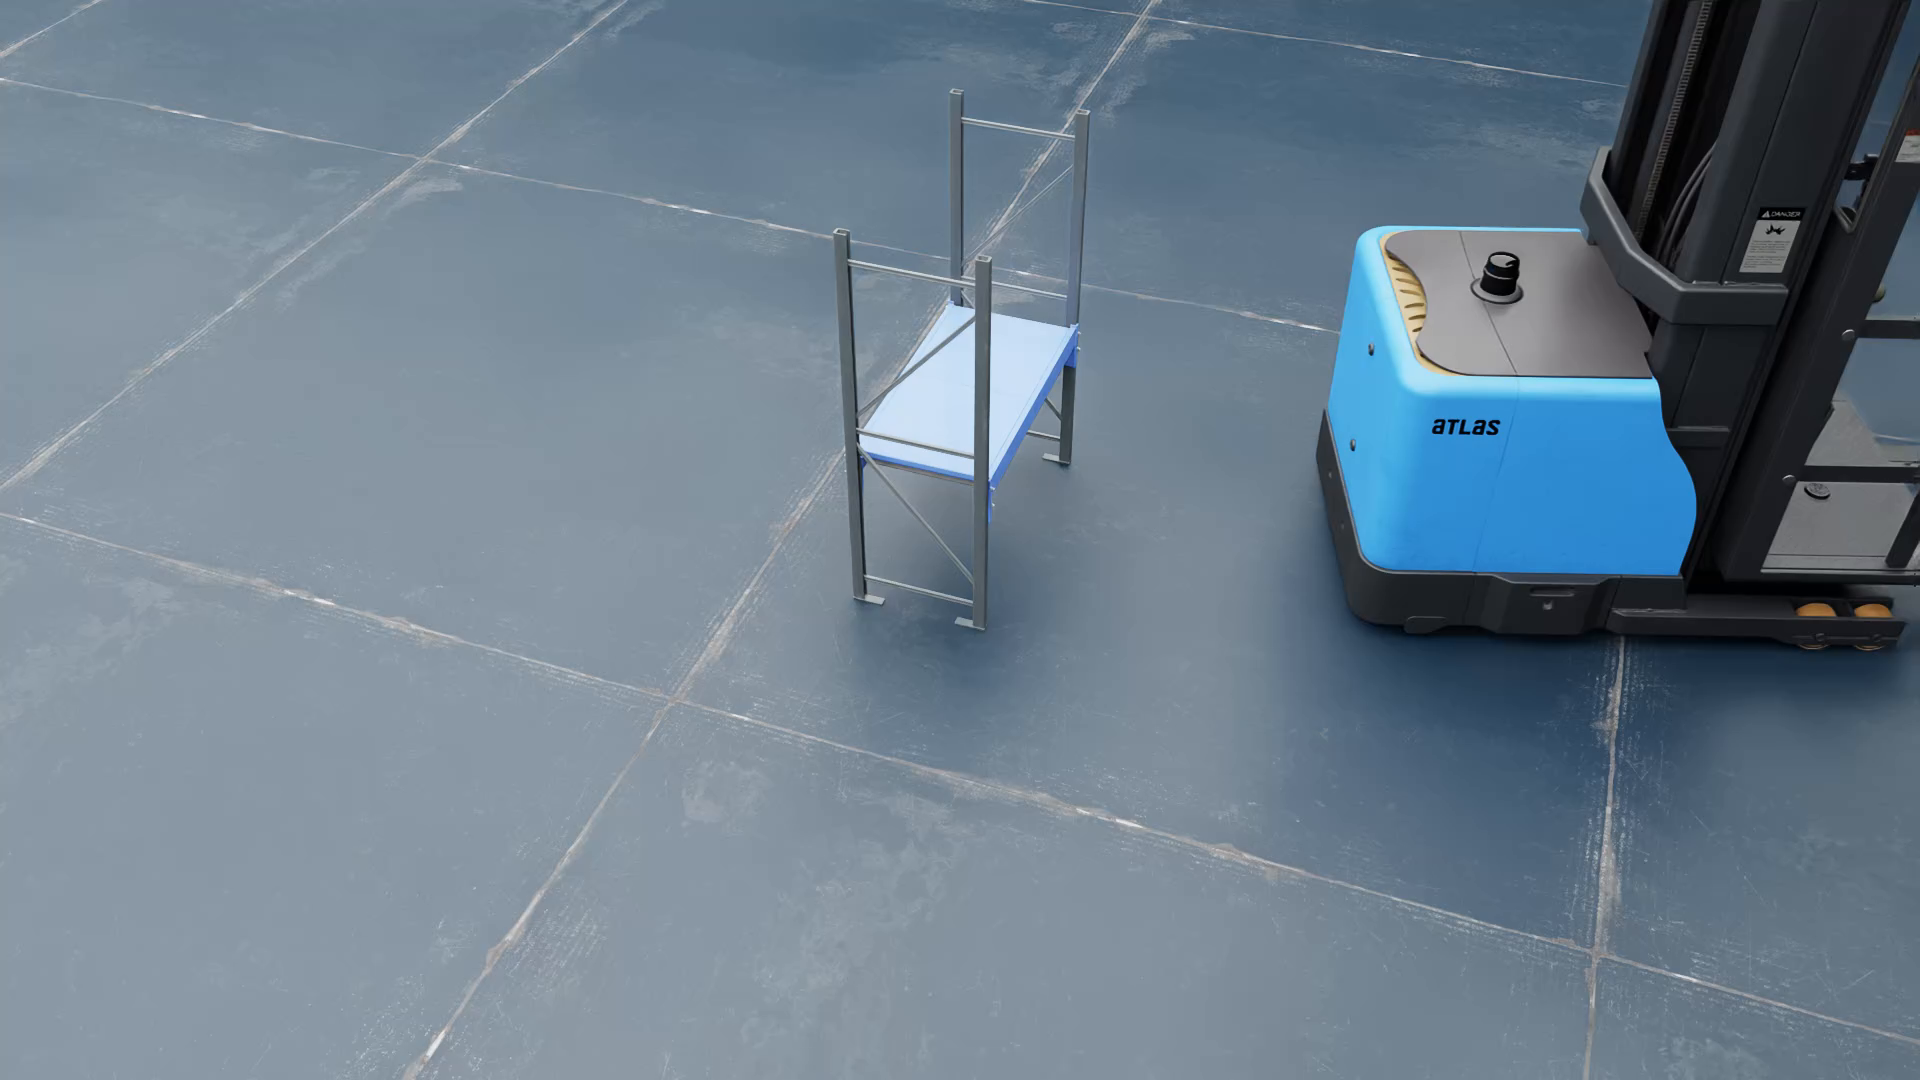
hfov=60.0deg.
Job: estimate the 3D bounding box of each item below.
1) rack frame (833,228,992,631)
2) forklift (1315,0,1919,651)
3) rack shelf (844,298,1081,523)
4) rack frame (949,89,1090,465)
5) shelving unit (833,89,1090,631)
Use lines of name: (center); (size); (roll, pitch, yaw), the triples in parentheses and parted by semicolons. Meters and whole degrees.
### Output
rack frame: (-0.145, -0.313, 5.461); (0.500, 1.500, 0.032); (13, 42, 15)
forklift: (2.897, -1.082, 5.260); (3.031, 2.935, 1.130); (1, 40, 1)
rack shelf: (0.029, -0.486, 5.941); (0.538, 0.185, 1.000); (13, 42, 15)
rack frame: (0.203, -0.933, 6.188); (0.500, 1.500, 0.032); (13, 42, 15)
shelving unit: (0.029, -0.623, 5.824); (0.538, 1.500, 1.048); (13, 42, 15)
